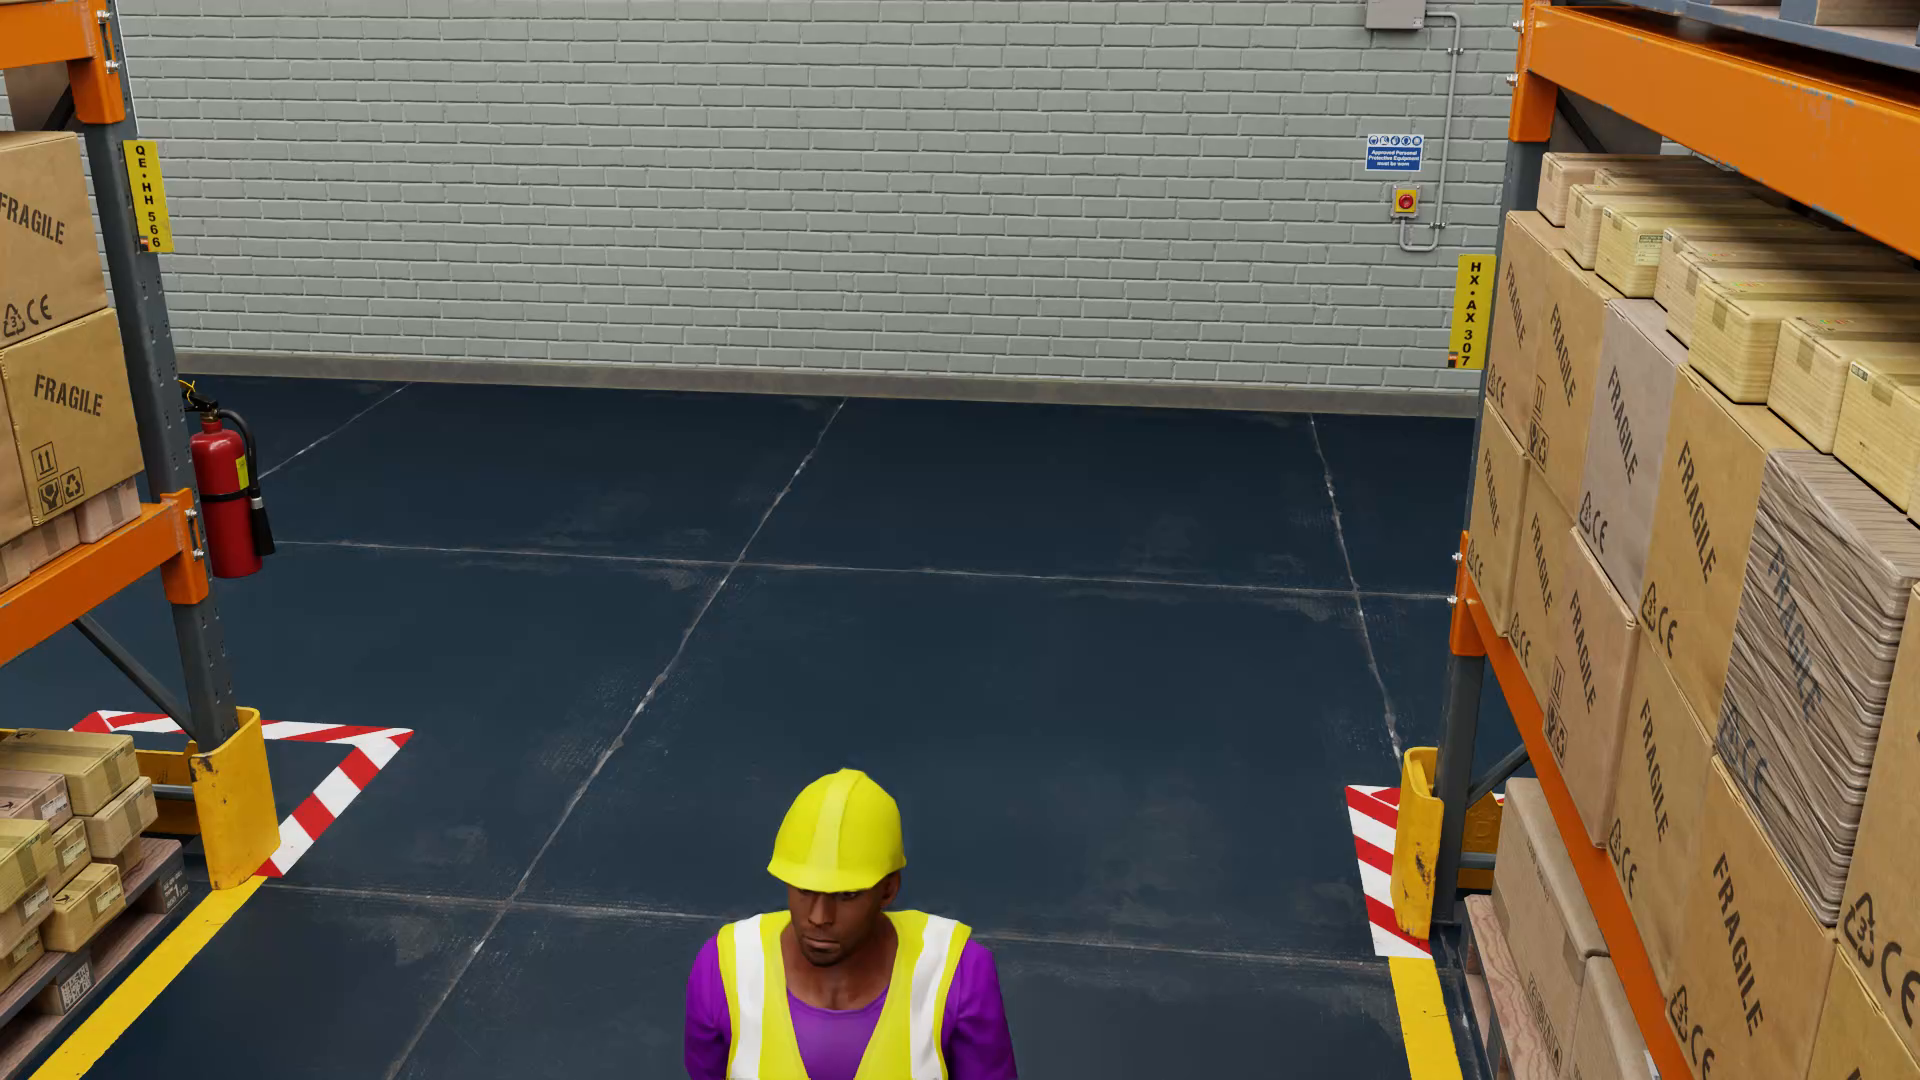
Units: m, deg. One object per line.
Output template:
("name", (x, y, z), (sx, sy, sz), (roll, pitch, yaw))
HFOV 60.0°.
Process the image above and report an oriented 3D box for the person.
("person", (-0.181, 1.255, 2.799), (0.570, 1.786, 0.799), (-1, 21, -2))
